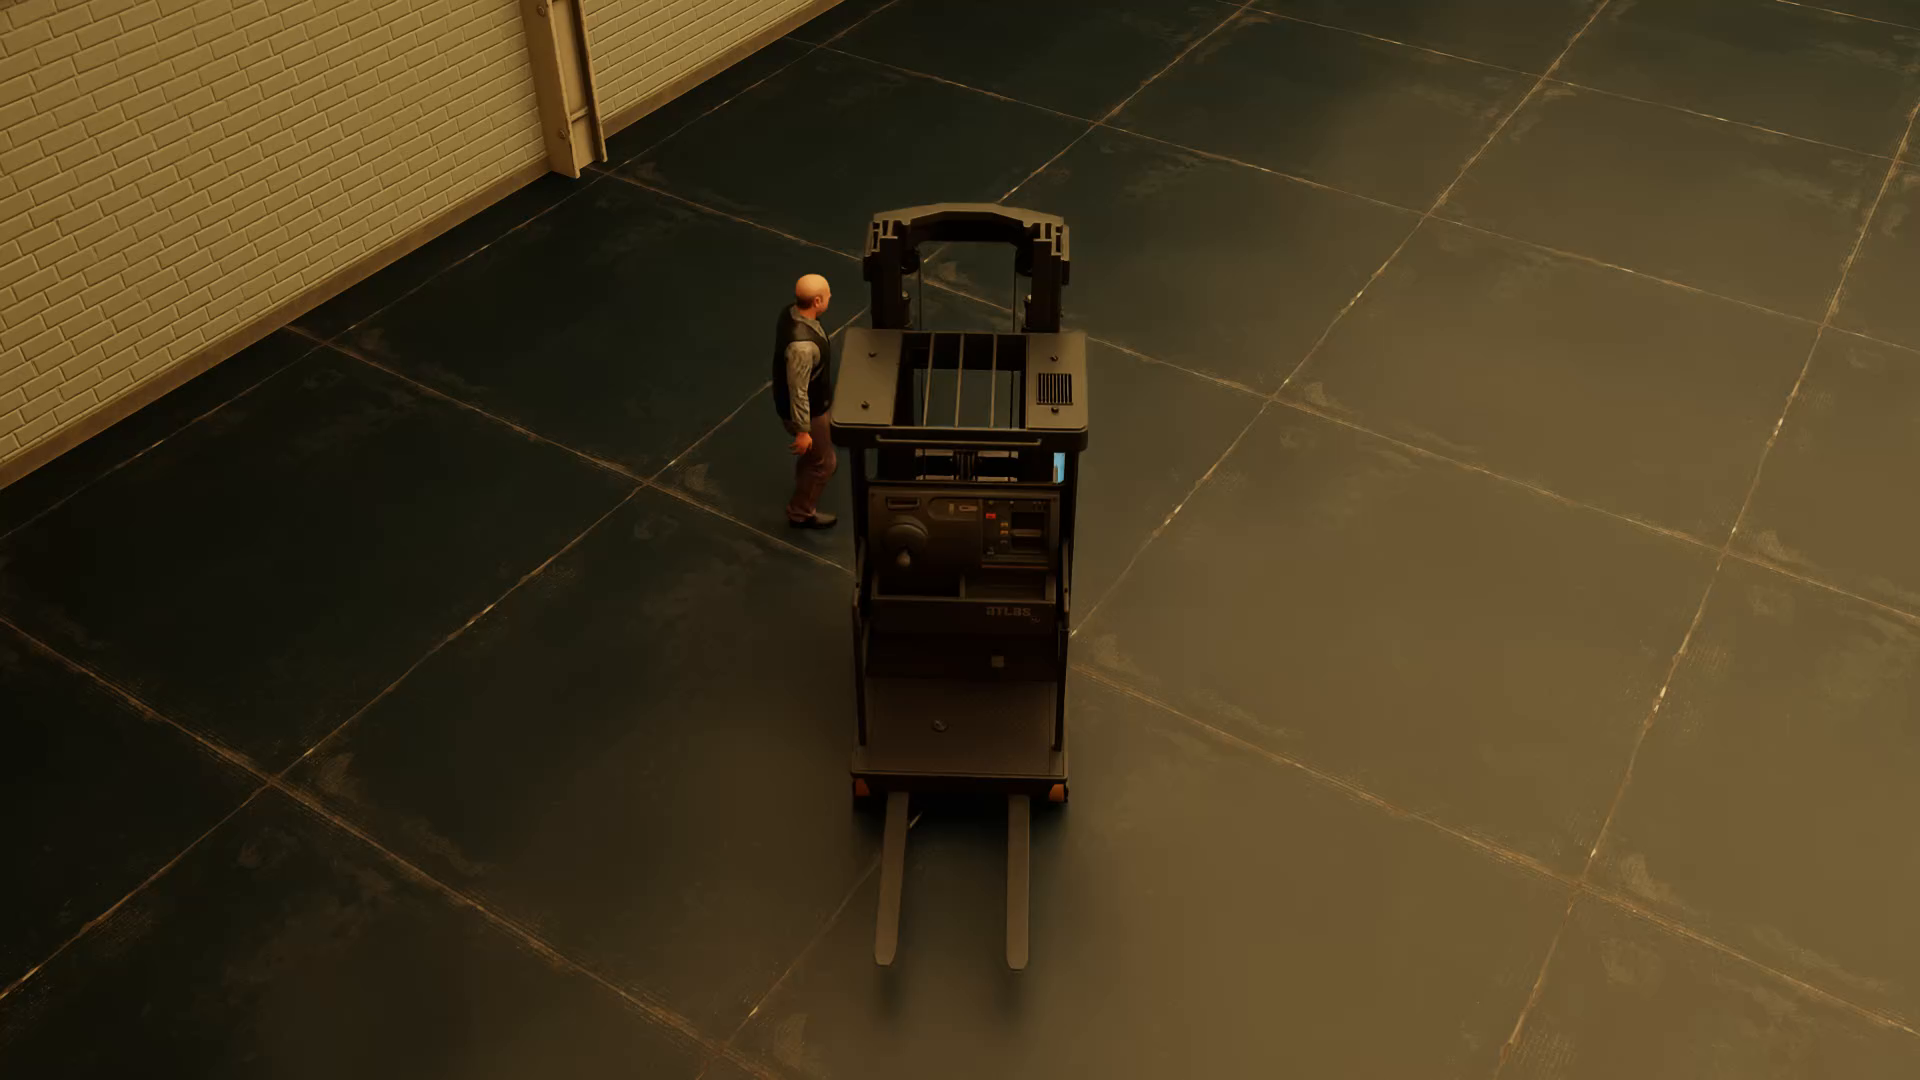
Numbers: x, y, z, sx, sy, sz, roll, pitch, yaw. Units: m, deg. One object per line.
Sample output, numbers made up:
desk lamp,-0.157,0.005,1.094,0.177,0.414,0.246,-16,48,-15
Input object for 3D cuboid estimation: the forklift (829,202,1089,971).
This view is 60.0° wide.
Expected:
forklift,0.012,0.025,7.938,1.130,2.935,3.031,1,40,2

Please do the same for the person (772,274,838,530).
person,-0.919,-0.840,9.919,0.386,1.695,0.827,-7,41,-8
